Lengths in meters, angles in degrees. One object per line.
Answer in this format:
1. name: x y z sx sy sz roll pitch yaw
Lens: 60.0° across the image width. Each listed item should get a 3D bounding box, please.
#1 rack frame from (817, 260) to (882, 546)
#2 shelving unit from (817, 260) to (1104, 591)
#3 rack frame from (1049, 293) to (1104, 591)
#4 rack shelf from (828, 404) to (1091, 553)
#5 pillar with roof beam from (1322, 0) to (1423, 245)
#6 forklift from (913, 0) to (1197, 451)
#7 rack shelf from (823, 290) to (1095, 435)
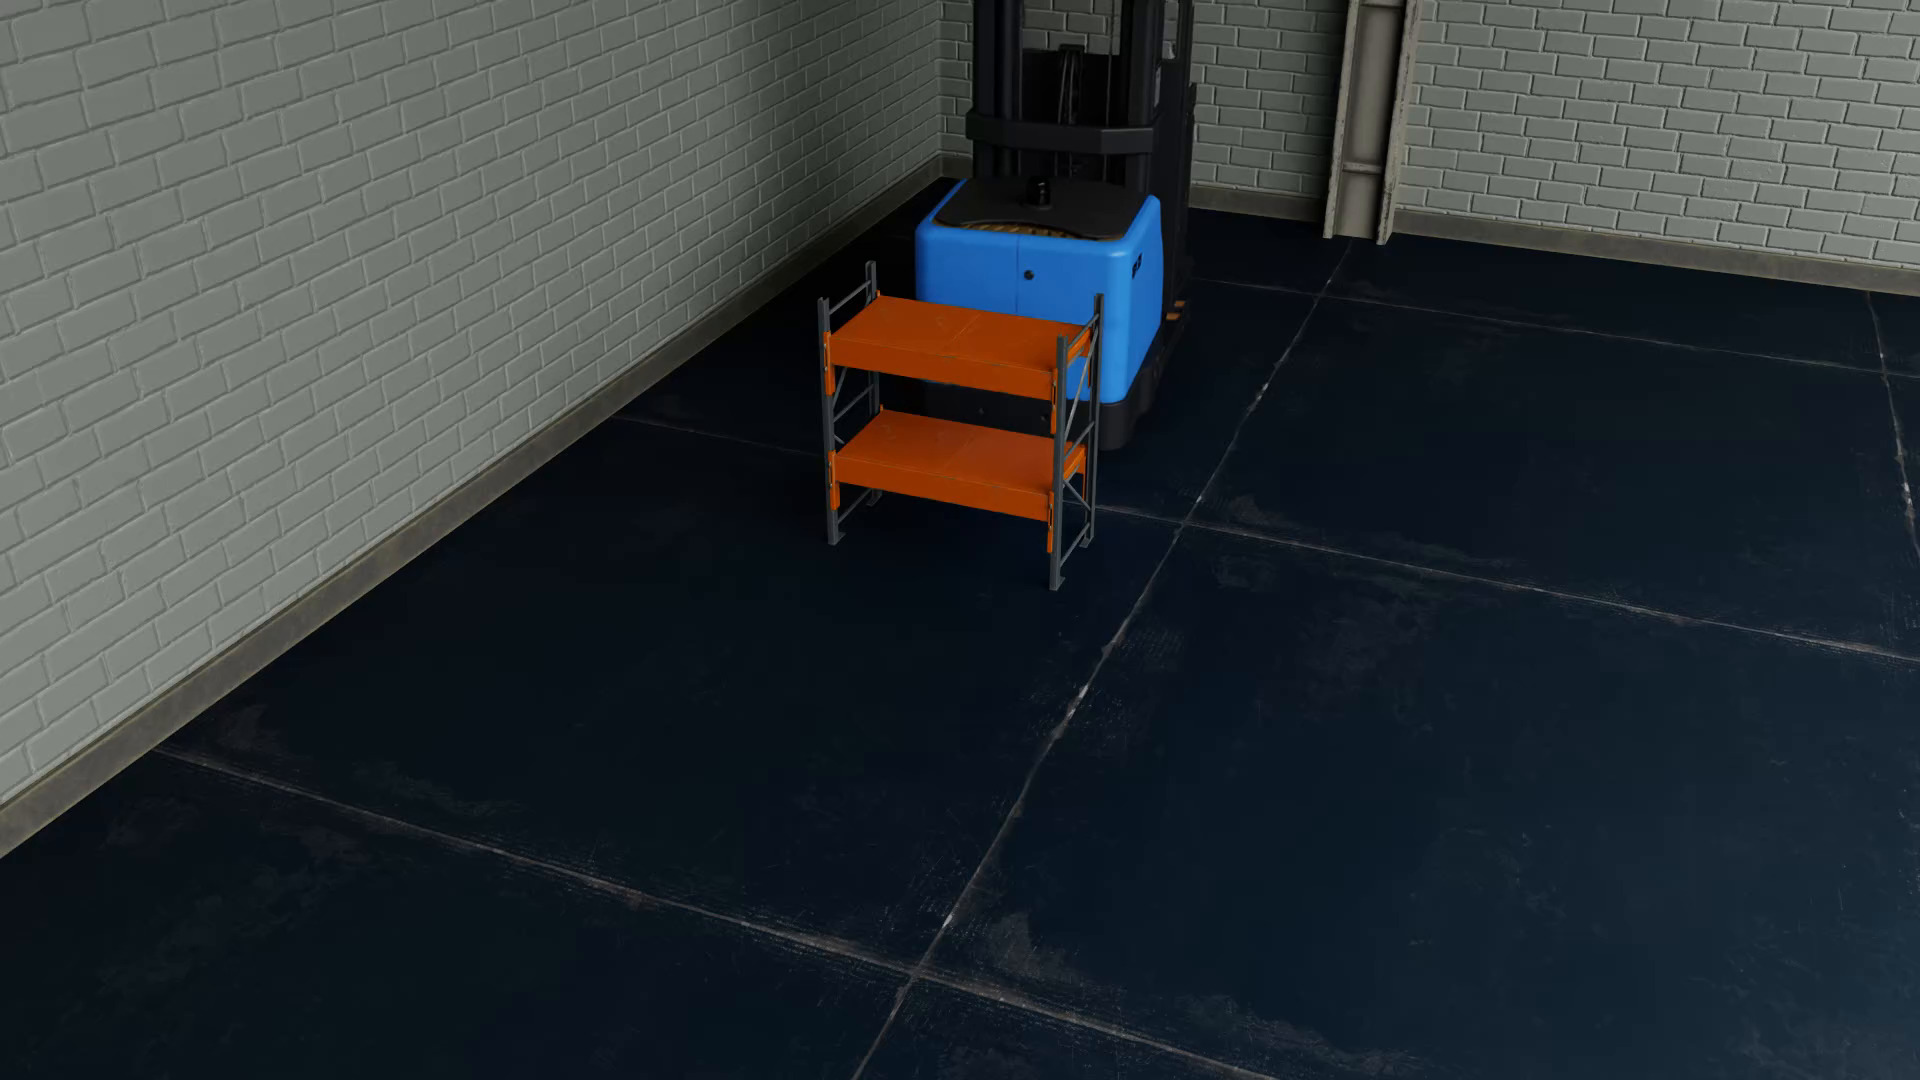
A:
1. rack frame: -0.465 -0.582 7.137 0.032 1.125 0.500 11 31 19
2. shelving unit: 0.006 -0.488 6.971 1.048 1.125 0.538 11 31 19
3. rack frame: 0.477 -0.394 6.805 0.032 1.125 0.500 11 31 19
4. rack shelf: 0.006 -0.276 7.091 1.000 0.278 0.538 11 31 19
5. pillar with roof beam: 0.952 -3.935 5.067 0.400 9.000 9.100 11 31 19
6. forklift: 0.669 -2.409 8.533 1.130 2.935 3.031 8 30 14
7. rack shelf: 0.006 -0.743 6.827 1.000 0.278 0.538 11 31 19
